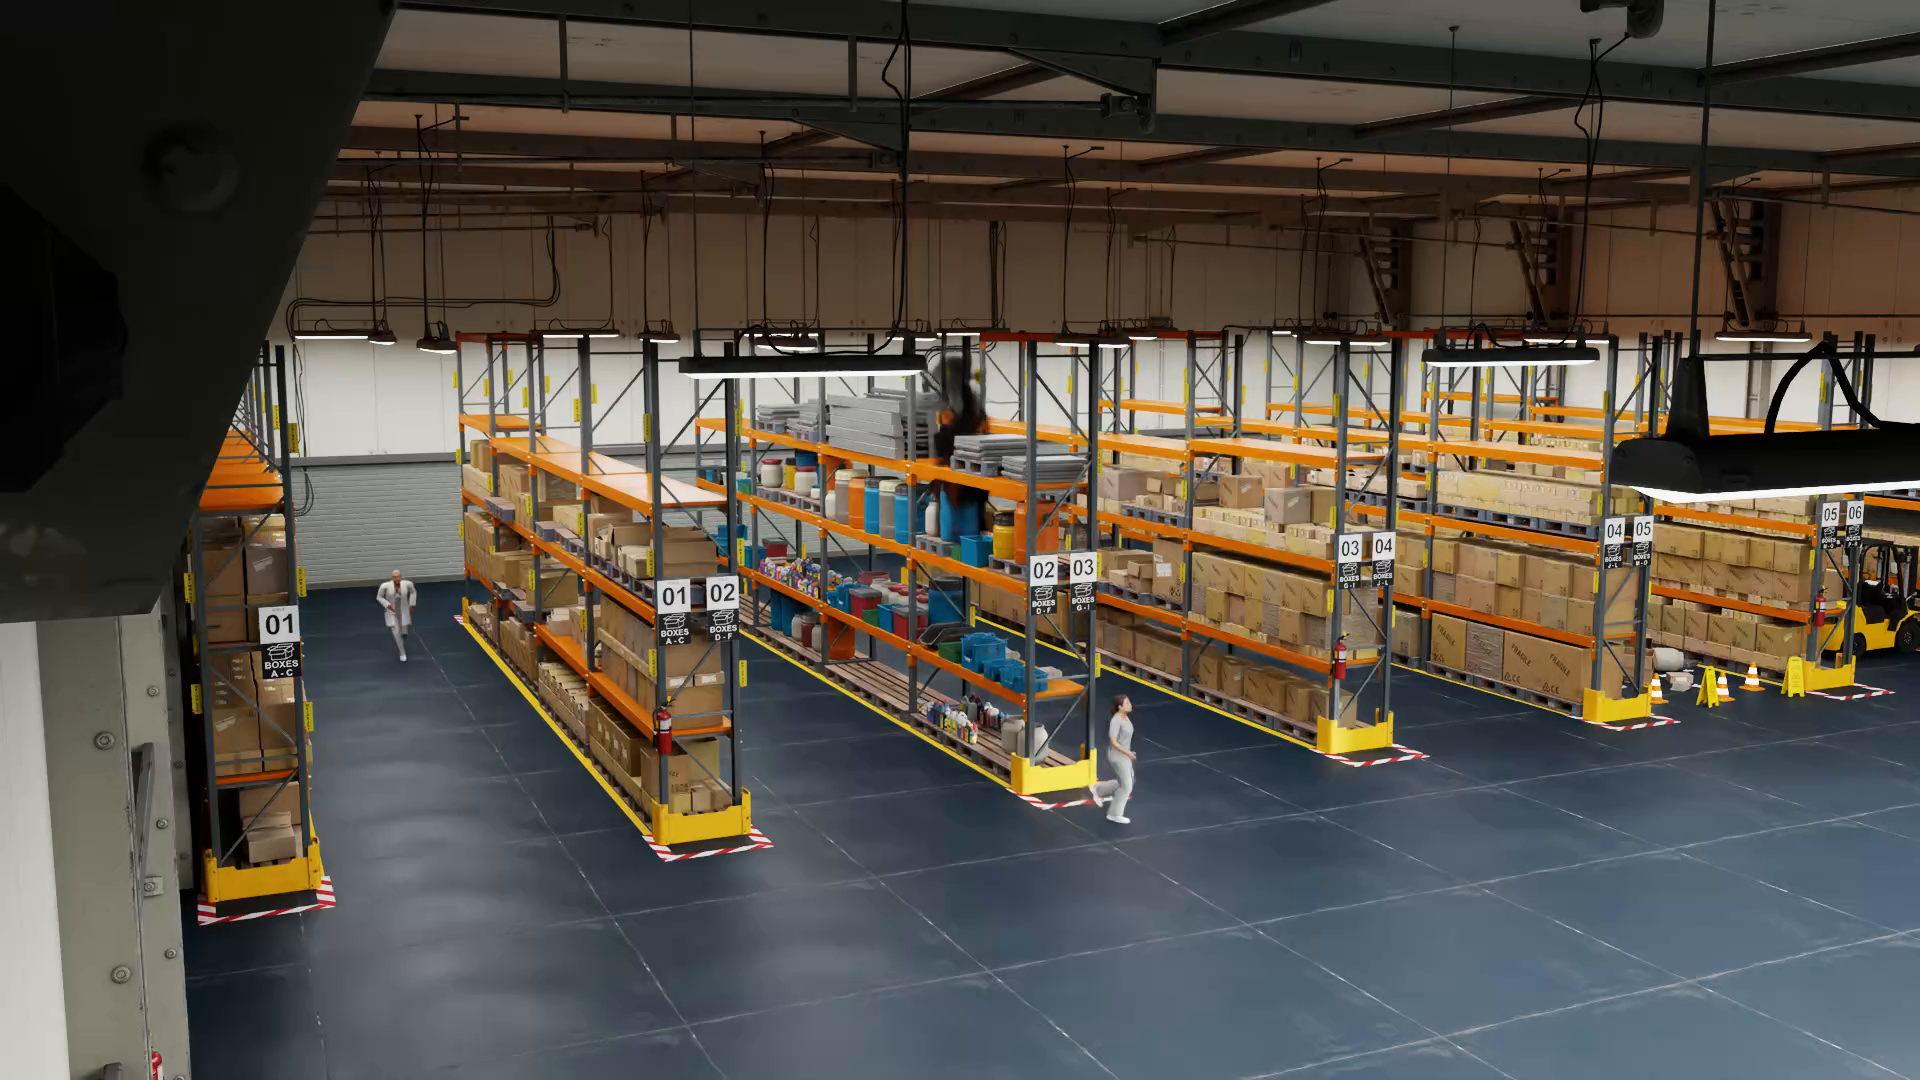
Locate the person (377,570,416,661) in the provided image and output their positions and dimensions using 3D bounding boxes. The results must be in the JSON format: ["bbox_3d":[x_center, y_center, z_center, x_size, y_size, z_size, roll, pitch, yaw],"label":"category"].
[{"bbox_3d":[-10.388,1.374,30.713,0.703,1.710,0.796,-3,8,-20],"label":"person"}]

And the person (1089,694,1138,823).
[{"bbox_3d":[1.945,2.730,20.901,0.643,1.647,0.584,3,8,18],"label":"person"}]
